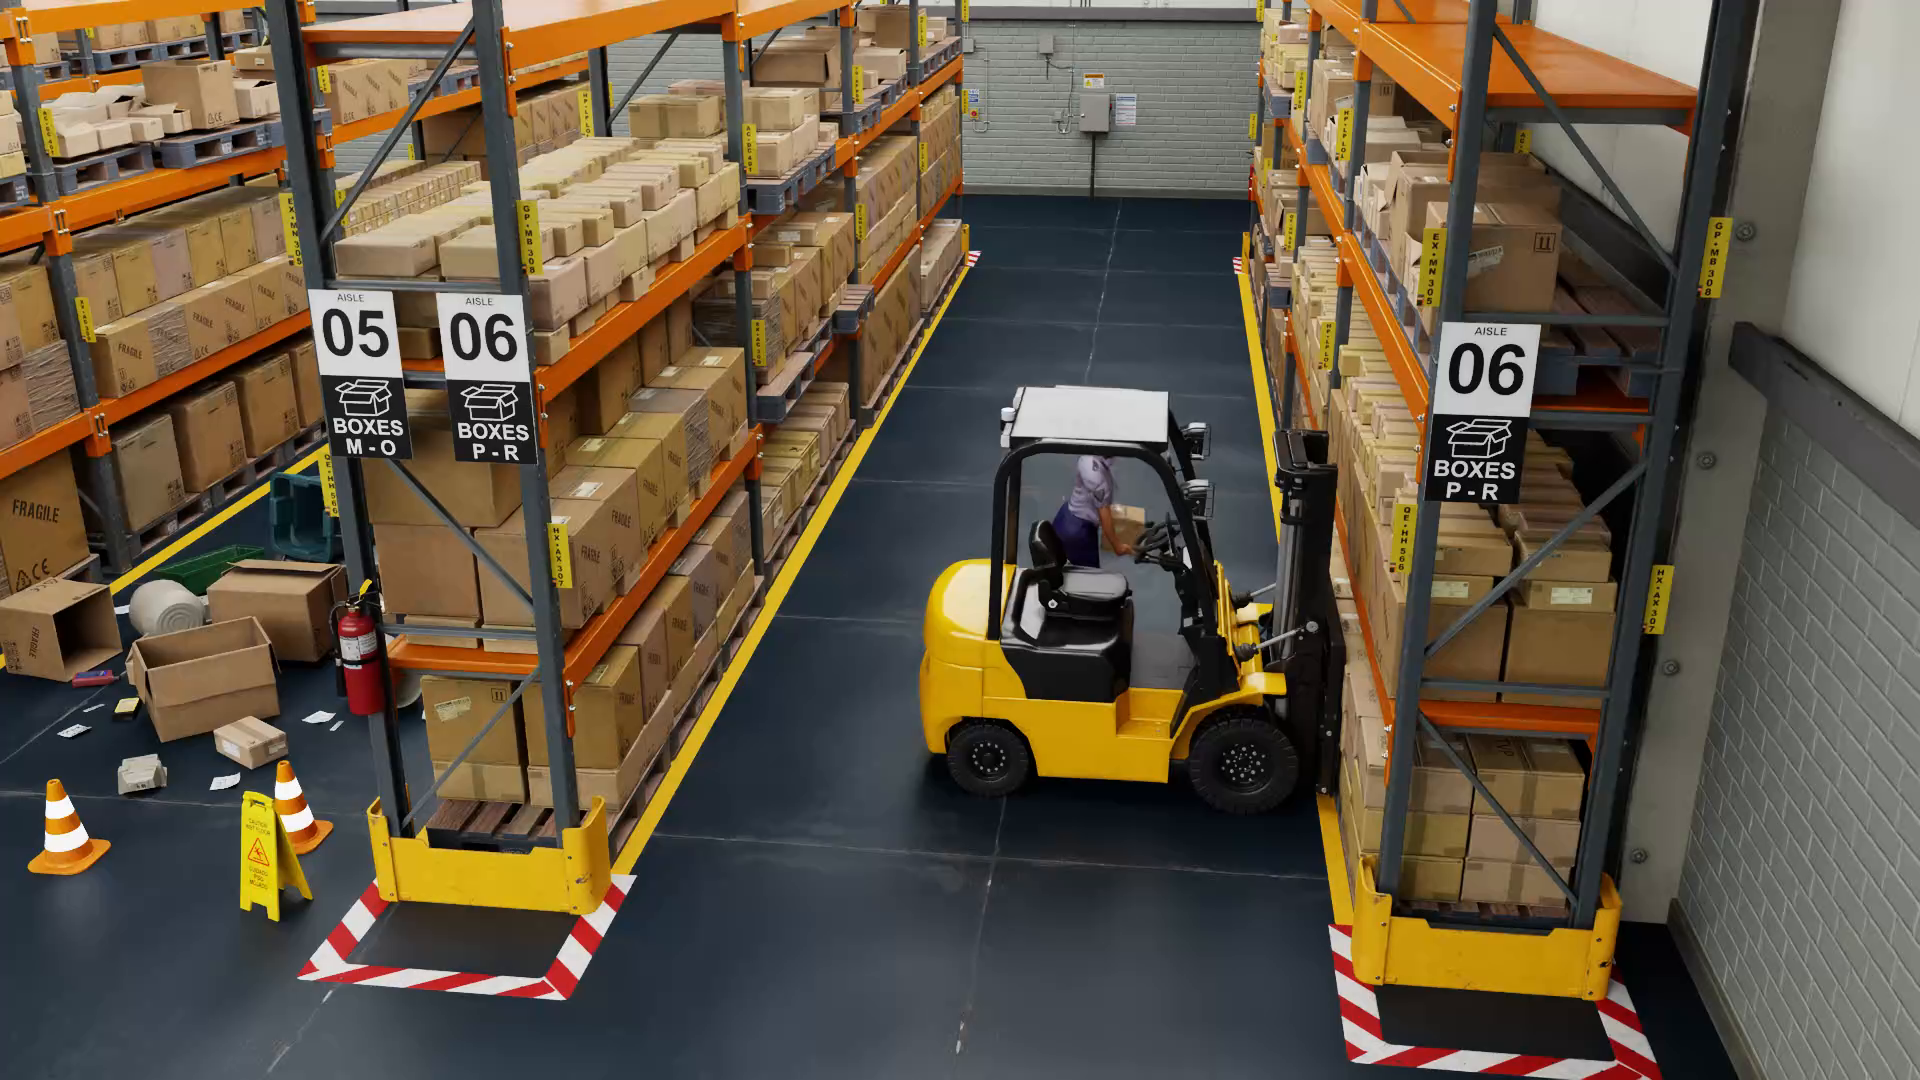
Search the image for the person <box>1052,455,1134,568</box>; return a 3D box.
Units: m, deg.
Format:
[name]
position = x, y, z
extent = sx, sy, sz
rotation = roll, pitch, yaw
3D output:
[person]
position = 0.895, -0.023, 11.210
extent = 0.559, 1.625, 0.436
rotation = 2, 21, 5
